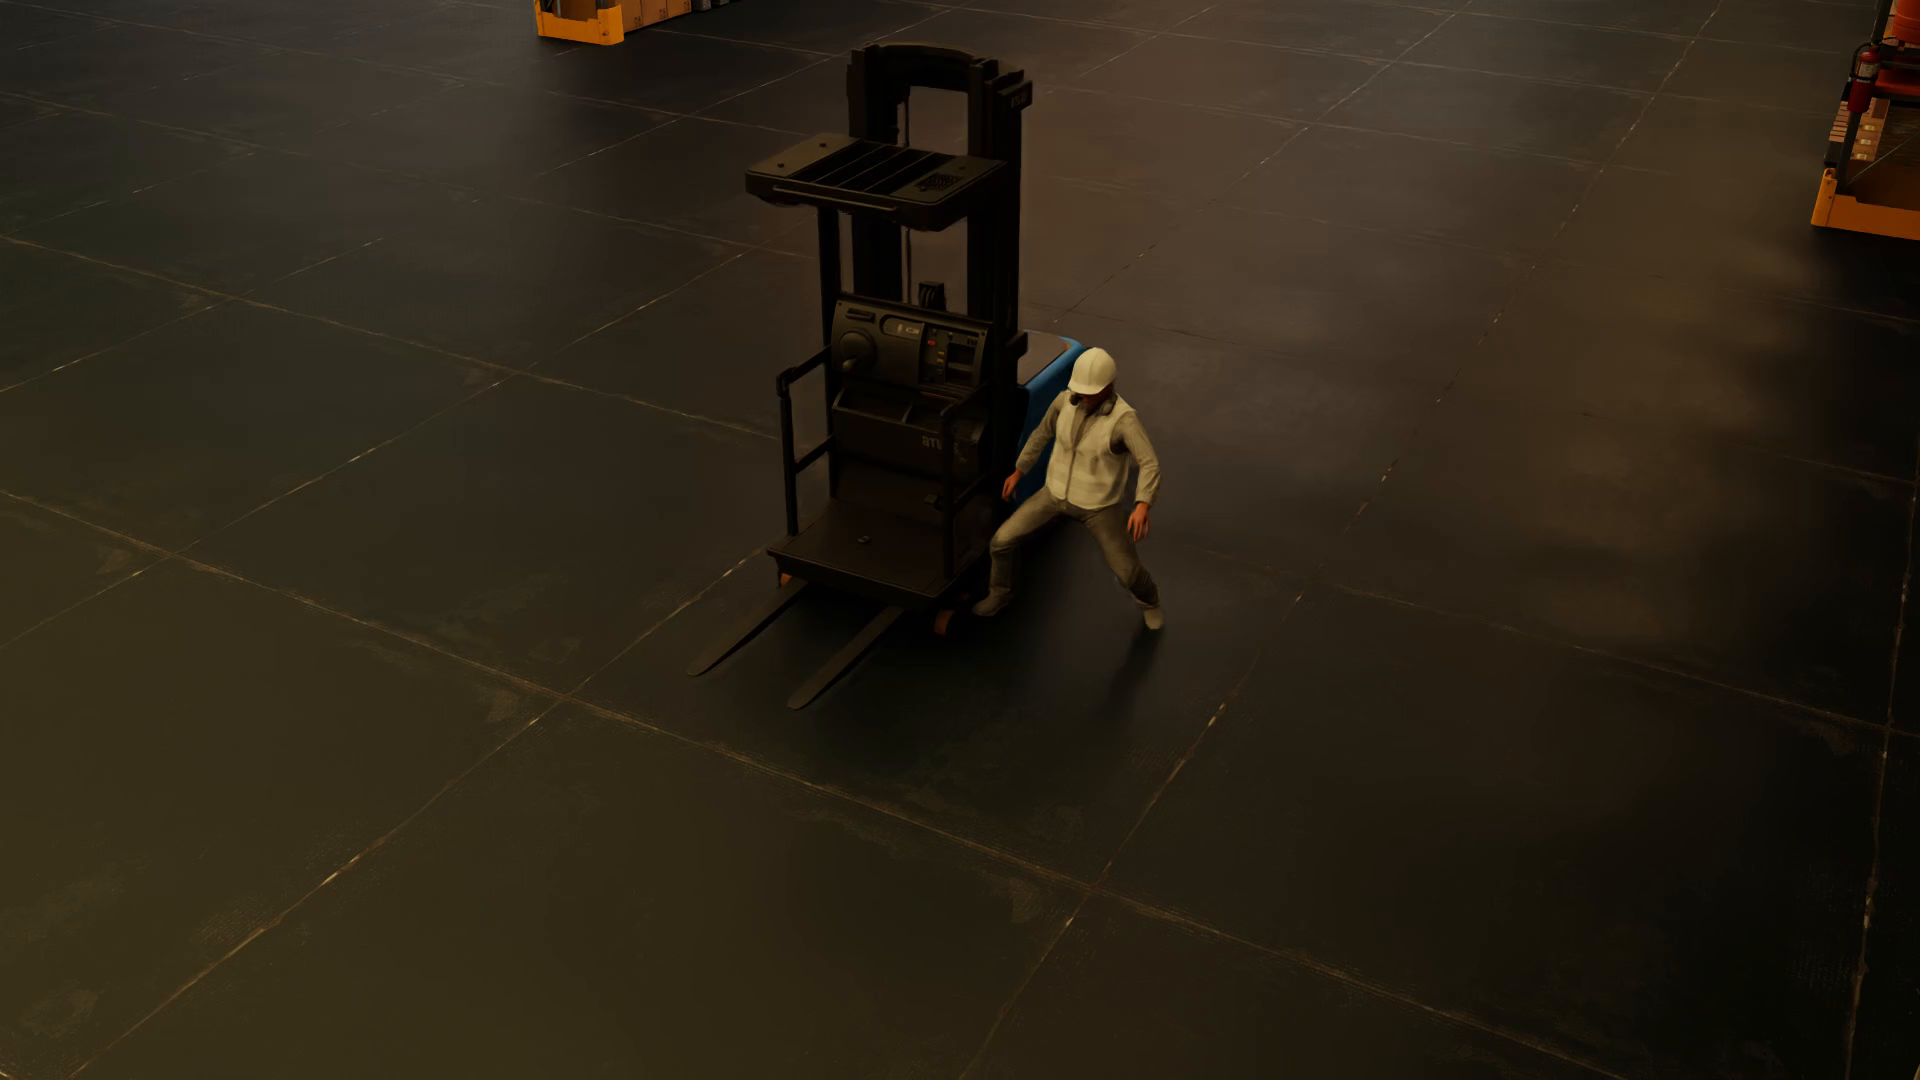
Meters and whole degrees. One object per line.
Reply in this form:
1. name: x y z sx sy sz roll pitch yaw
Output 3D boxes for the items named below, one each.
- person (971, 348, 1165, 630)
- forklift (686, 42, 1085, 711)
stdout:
1. person: 0.659 -0.231 8.828 0.981 1.655 0.811 19 35 29
2. forklift: -0.377 -0.992 8.790 1.130 2.935 3.031 15 33 24
